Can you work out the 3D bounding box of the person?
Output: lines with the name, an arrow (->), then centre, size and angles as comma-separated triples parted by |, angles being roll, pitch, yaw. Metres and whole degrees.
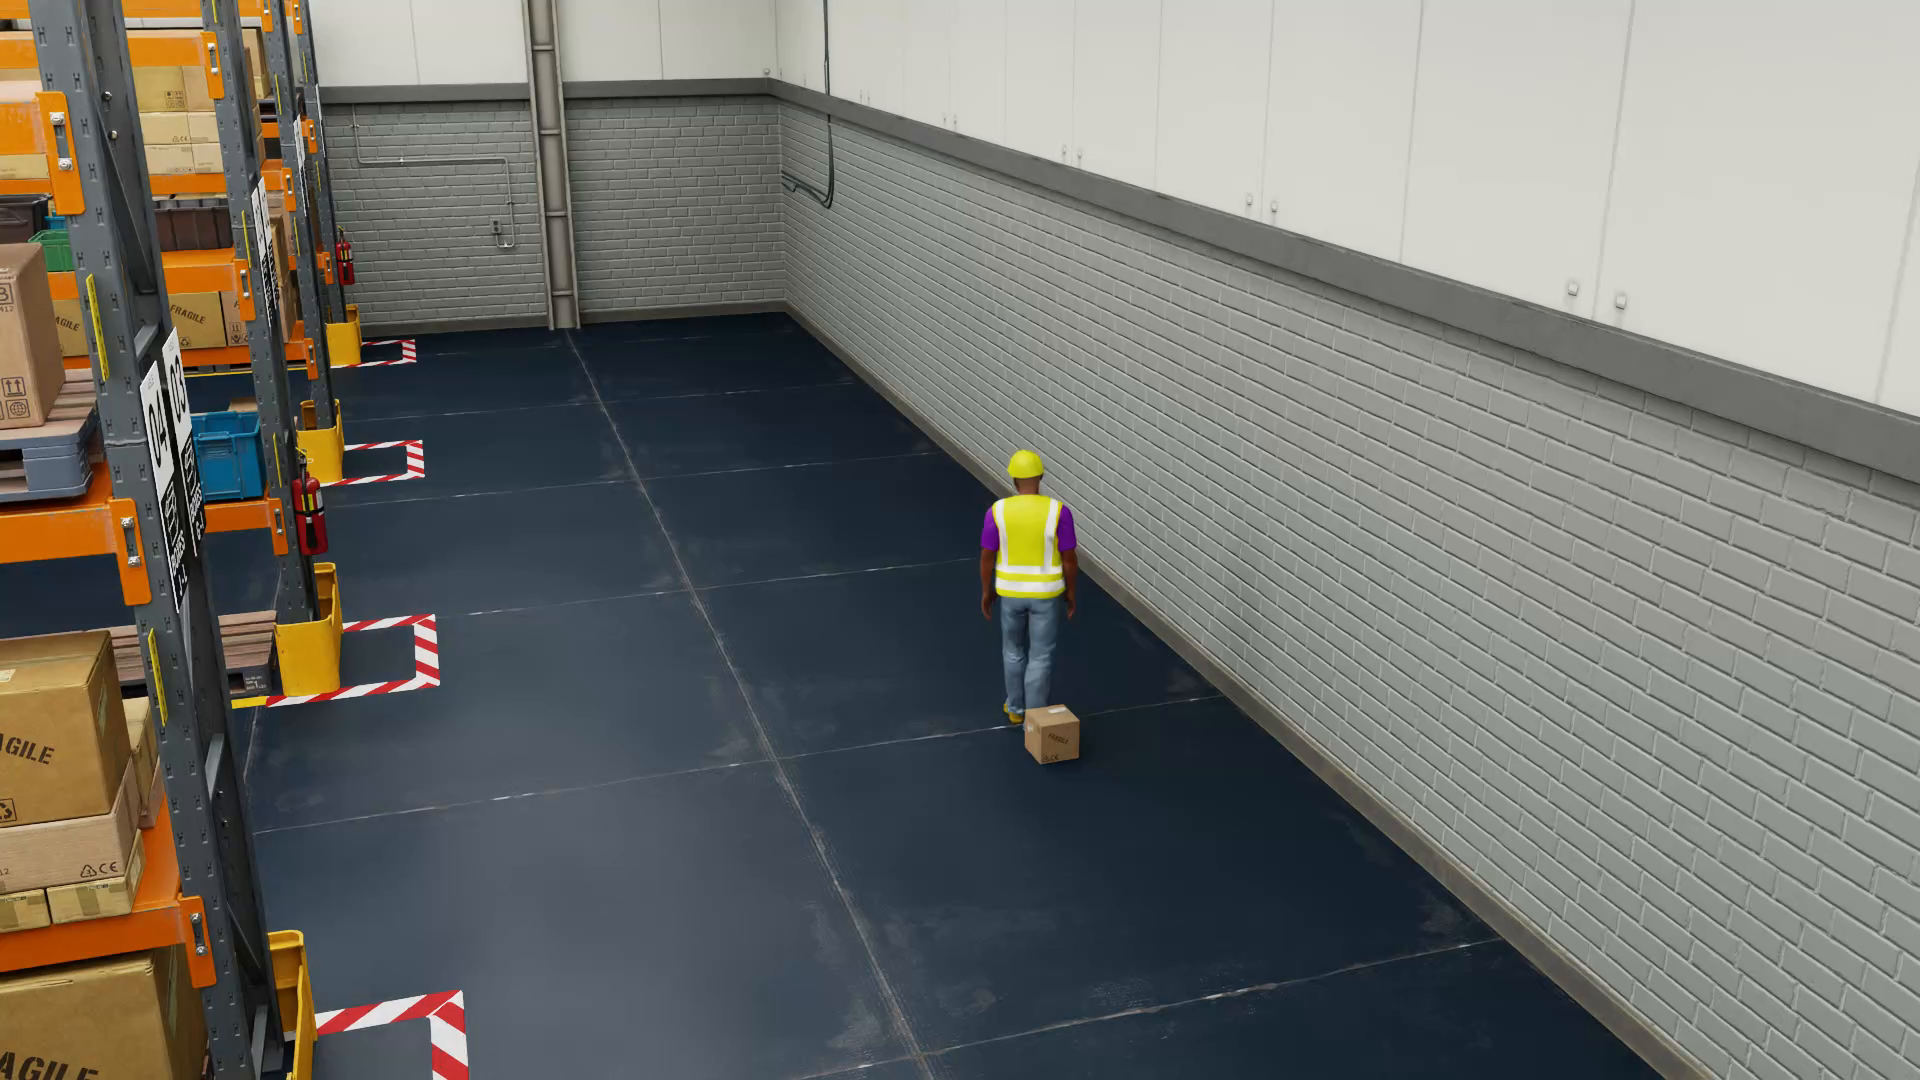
person -> 0.418, 0.323, 10.098 | 0.588, 1.765, 0.571 | 5, 20, 13
